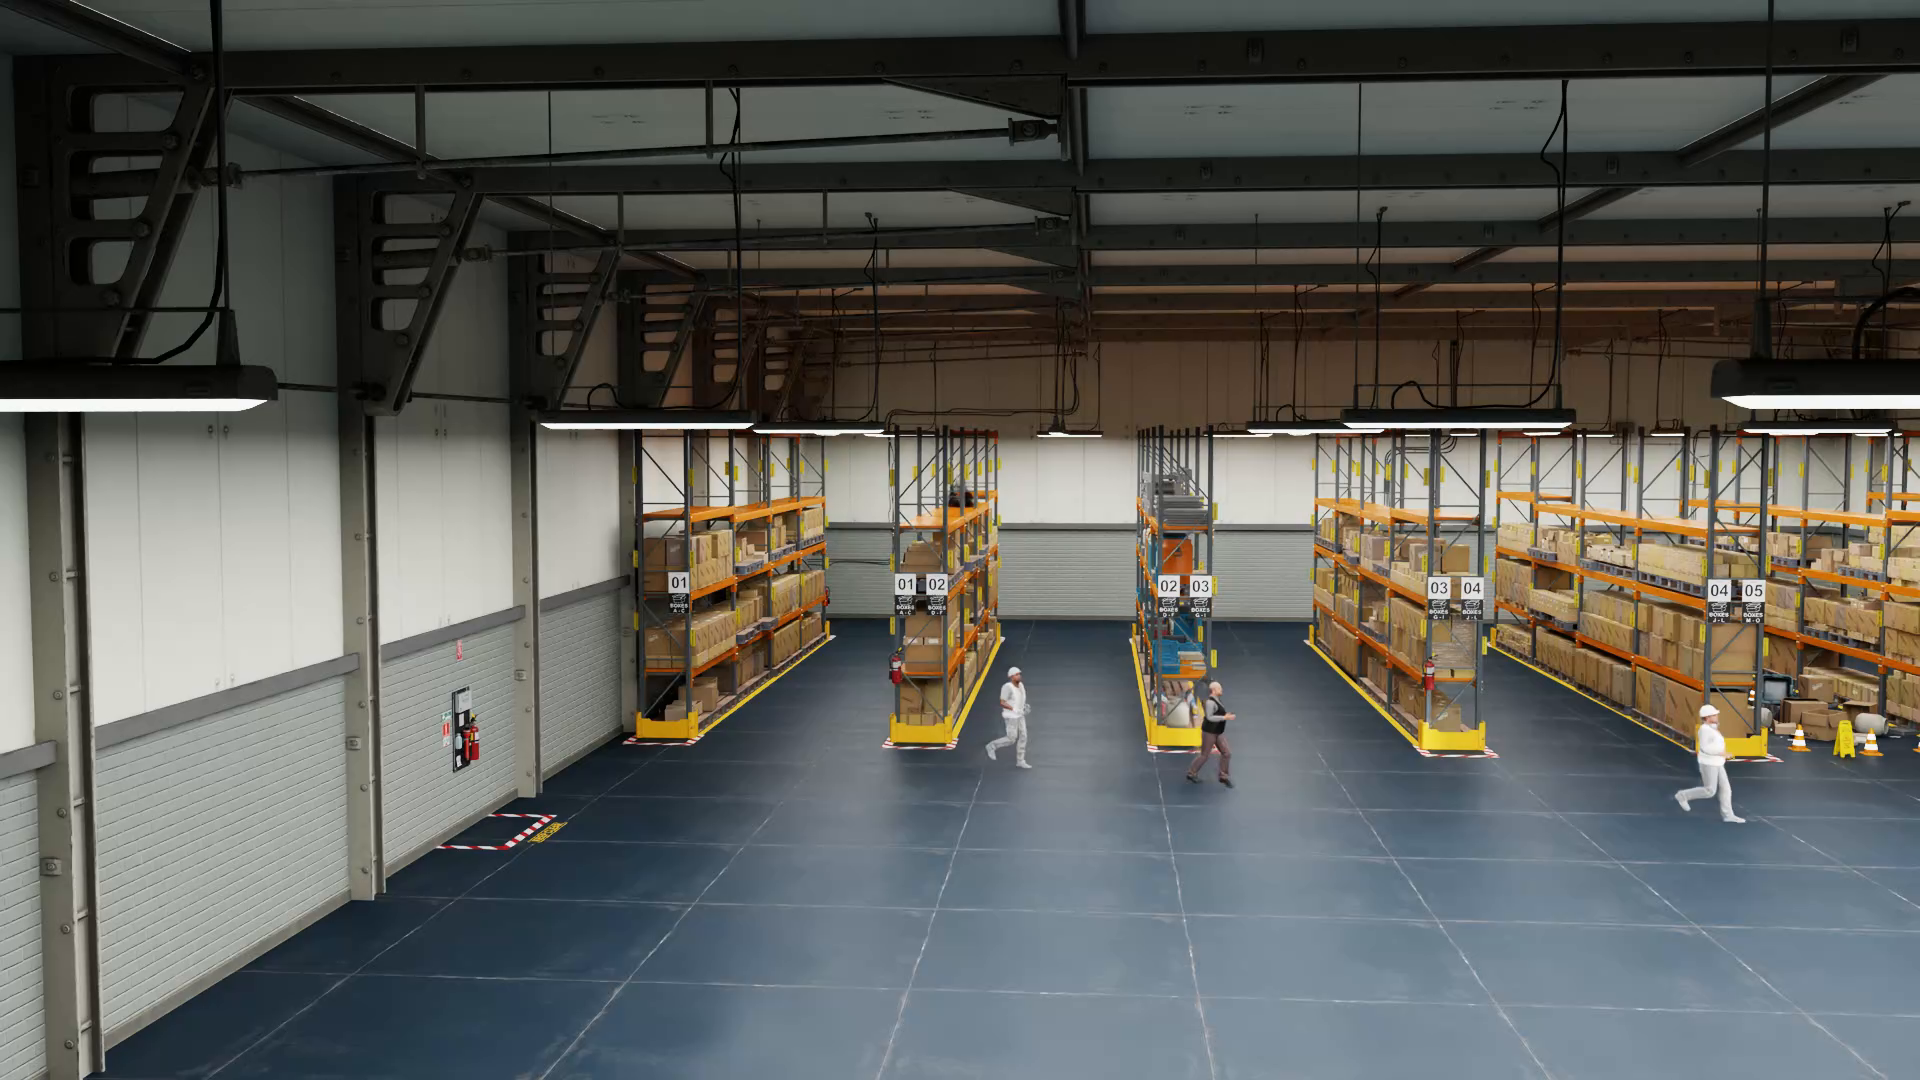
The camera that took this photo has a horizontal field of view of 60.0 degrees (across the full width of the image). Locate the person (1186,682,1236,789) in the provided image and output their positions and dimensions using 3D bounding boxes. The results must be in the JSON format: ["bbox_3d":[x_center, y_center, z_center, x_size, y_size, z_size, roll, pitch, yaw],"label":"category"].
[{"bbox_3d":[4.156,3.215,27.380,0.845,1.771,0.605,2,4,30],"label":"person"}]

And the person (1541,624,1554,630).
[{"bbox_3d":[16.628,2.126,47.028,0.543,1.535,0.539,-1,4,-22],"label":"person"}]

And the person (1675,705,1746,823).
[{"bbox_3d":[11.277,3.345,24.946,0.971,1.741,0.676,3,4,37],"label":"person"}]

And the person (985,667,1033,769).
[{"bbox_3d":[0.905,3.101,29.122,0.847,1.776,0.689,2,4,33],"label":"person"}]
